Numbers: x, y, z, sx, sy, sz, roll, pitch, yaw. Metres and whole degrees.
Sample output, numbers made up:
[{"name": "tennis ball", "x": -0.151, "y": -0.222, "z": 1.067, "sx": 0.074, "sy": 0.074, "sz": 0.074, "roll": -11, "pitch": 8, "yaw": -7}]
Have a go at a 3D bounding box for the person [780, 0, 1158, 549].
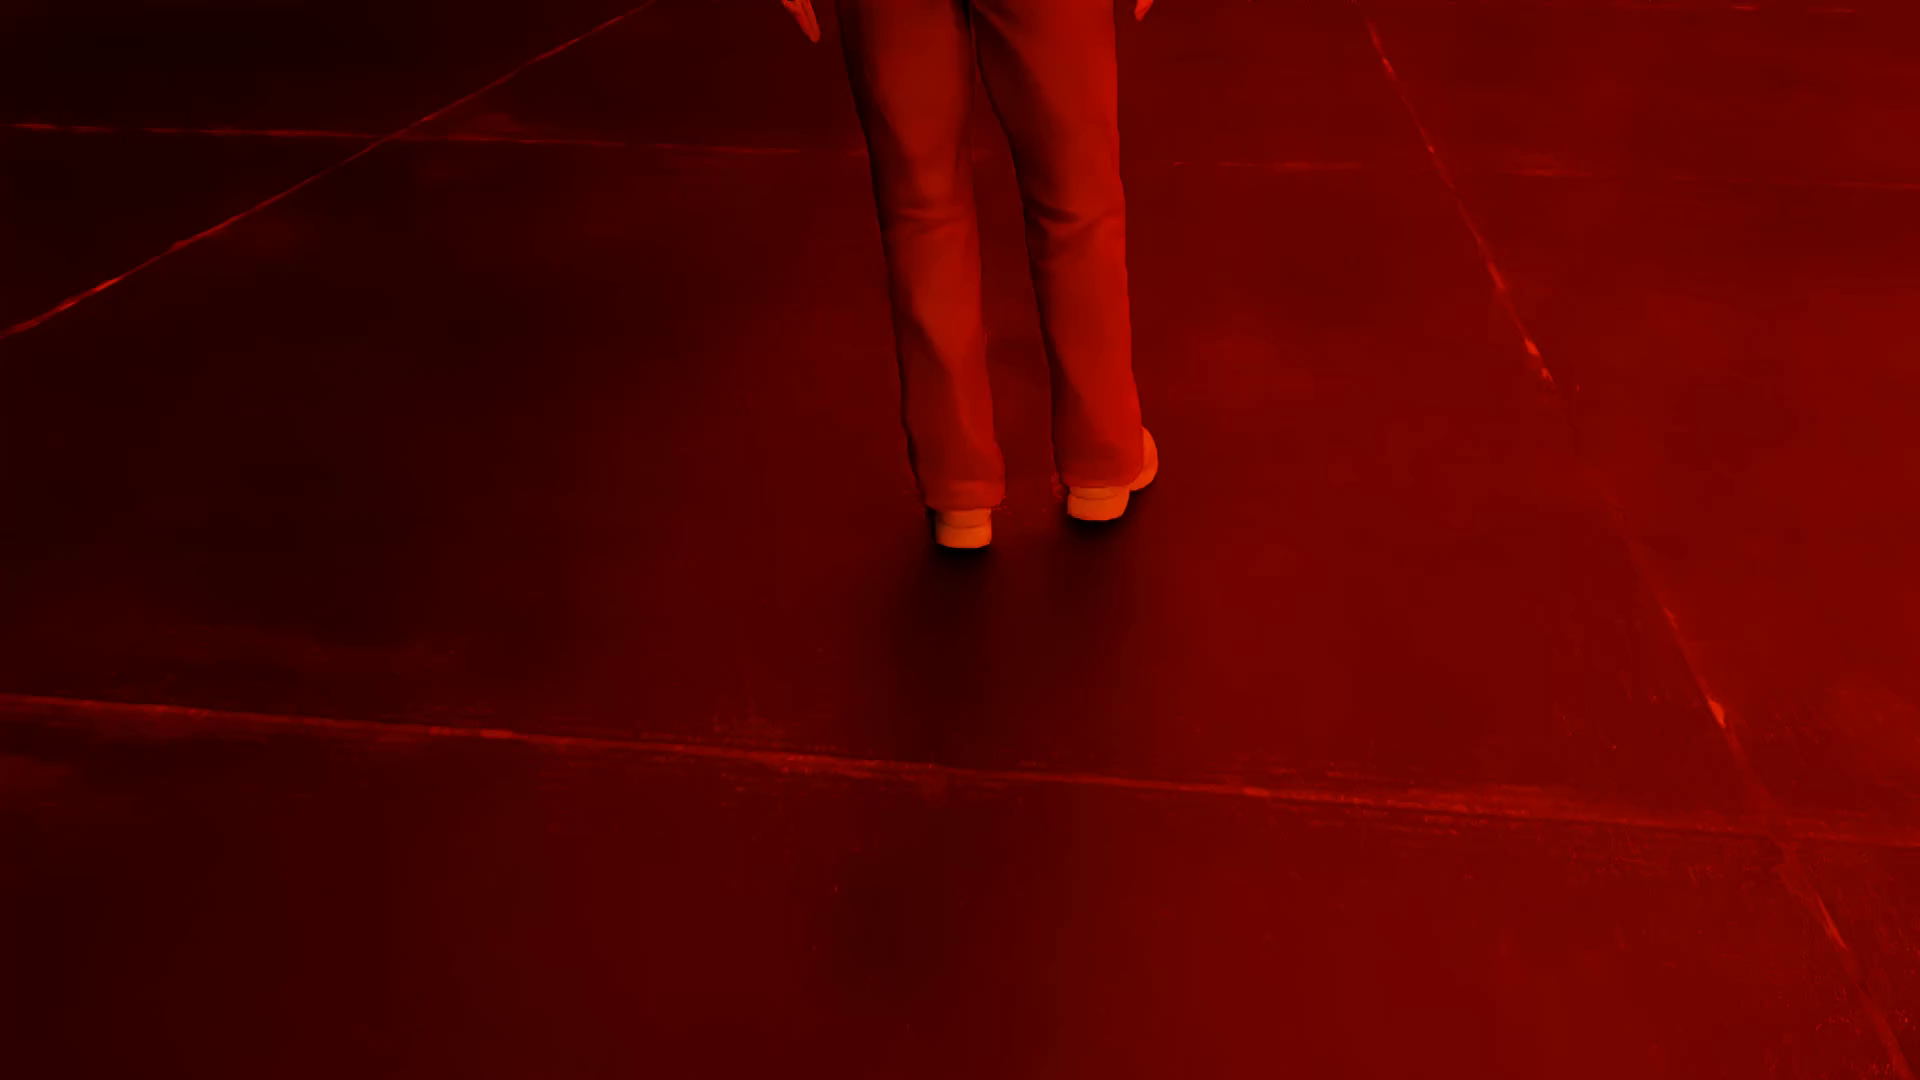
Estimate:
[{"name": "person", "x": 0.021, "y": -0.788, "z": 2.187, "sx": 0.554, "sy": 1.674, "sz": 0.548, "roll": 3, "pitch": 27, "yaw": 7}]
